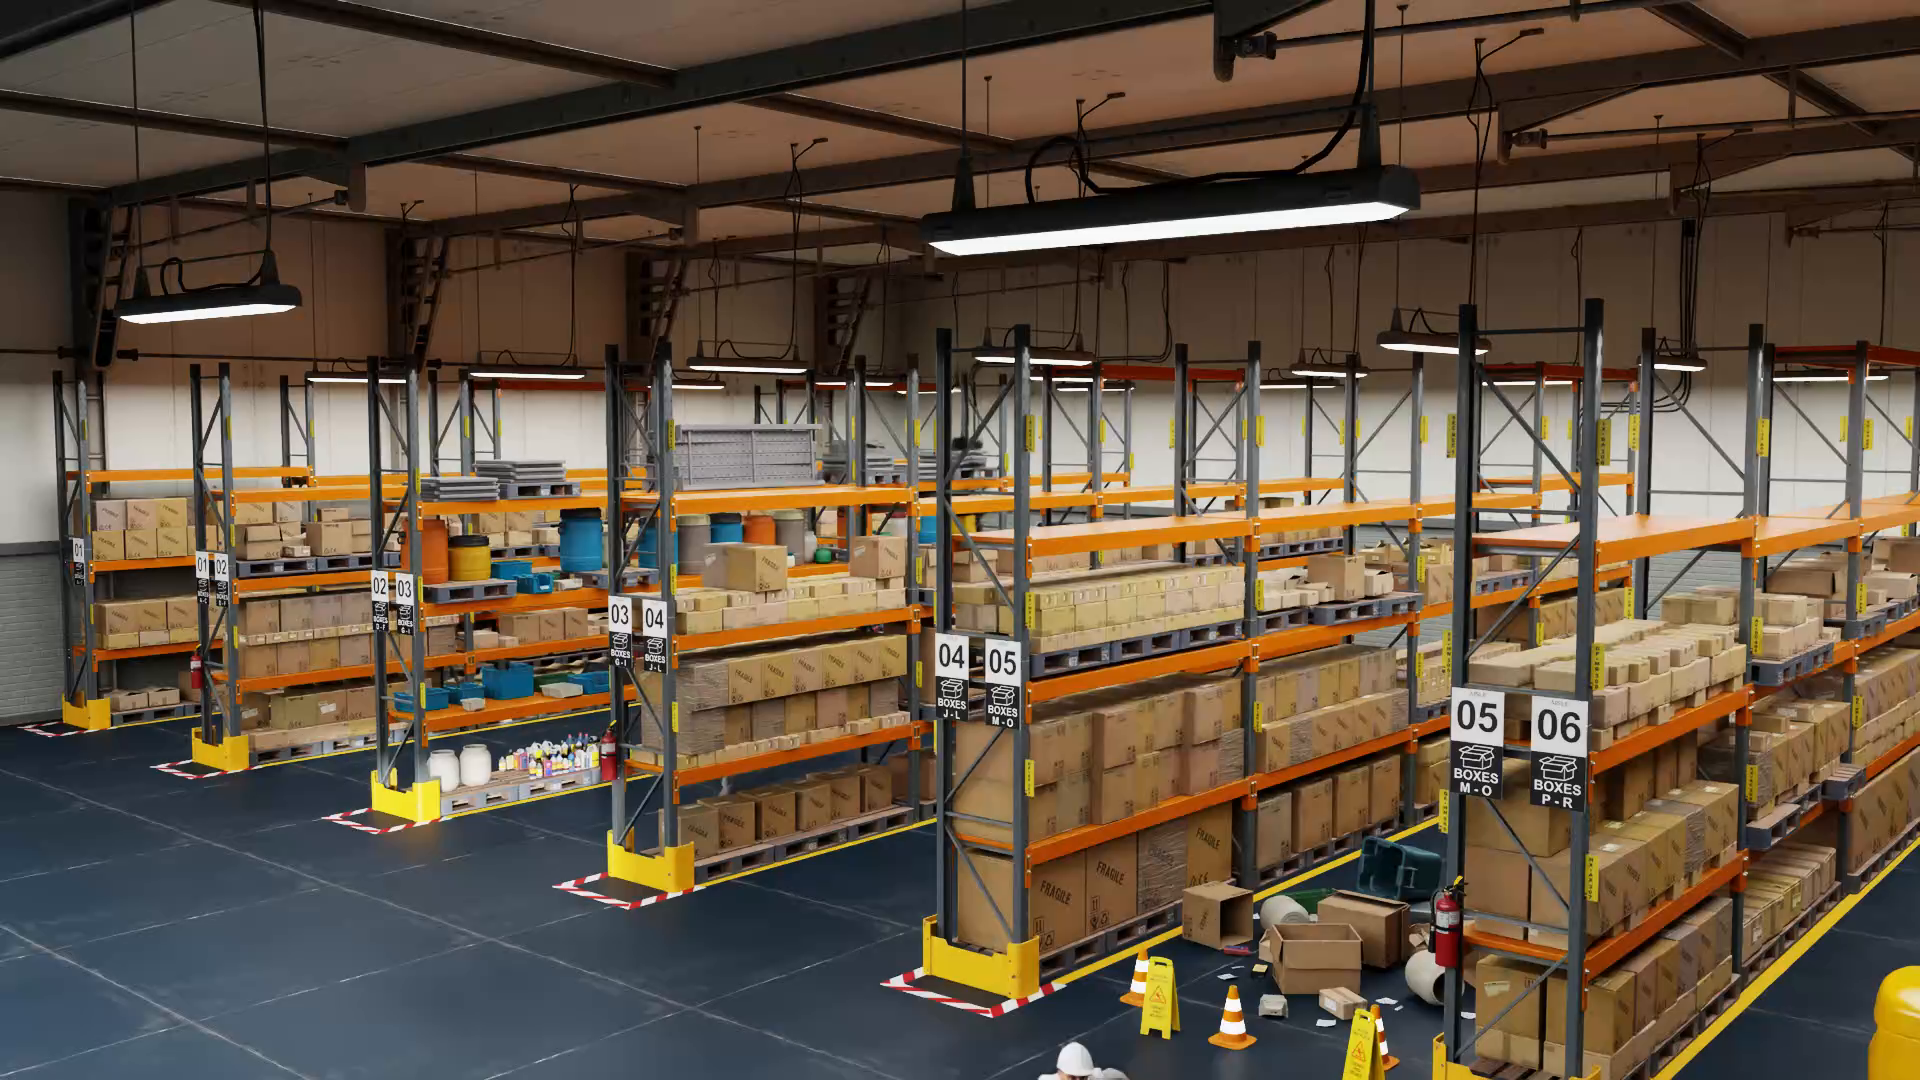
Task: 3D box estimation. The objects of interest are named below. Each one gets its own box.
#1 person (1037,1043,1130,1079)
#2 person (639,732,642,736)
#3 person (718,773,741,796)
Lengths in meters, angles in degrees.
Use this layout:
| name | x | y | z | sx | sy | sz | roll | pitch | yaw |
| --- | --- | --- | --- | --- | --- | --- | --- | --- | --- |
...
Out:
| name | x | y | z | sx | sy | sz | roll | pitch | yaw |
| --- | --- | --- | --- | --- | --- | --- | --- | --- | --- |
| person | 0.637 | 3.639 | 9.664 | 0.703 | 1.731 | 1.060 | 0 | 4 | -4 |
| person | -5.021 | 2.353 | 27.547 | 0.618 | 1.694 | 0.826 | 3 | 5 | 35 |
| person | -3.217 | 2.663 | 22.986 | 0.702 | 1.739 | 0.705 | 2 | 5 | 27 |
